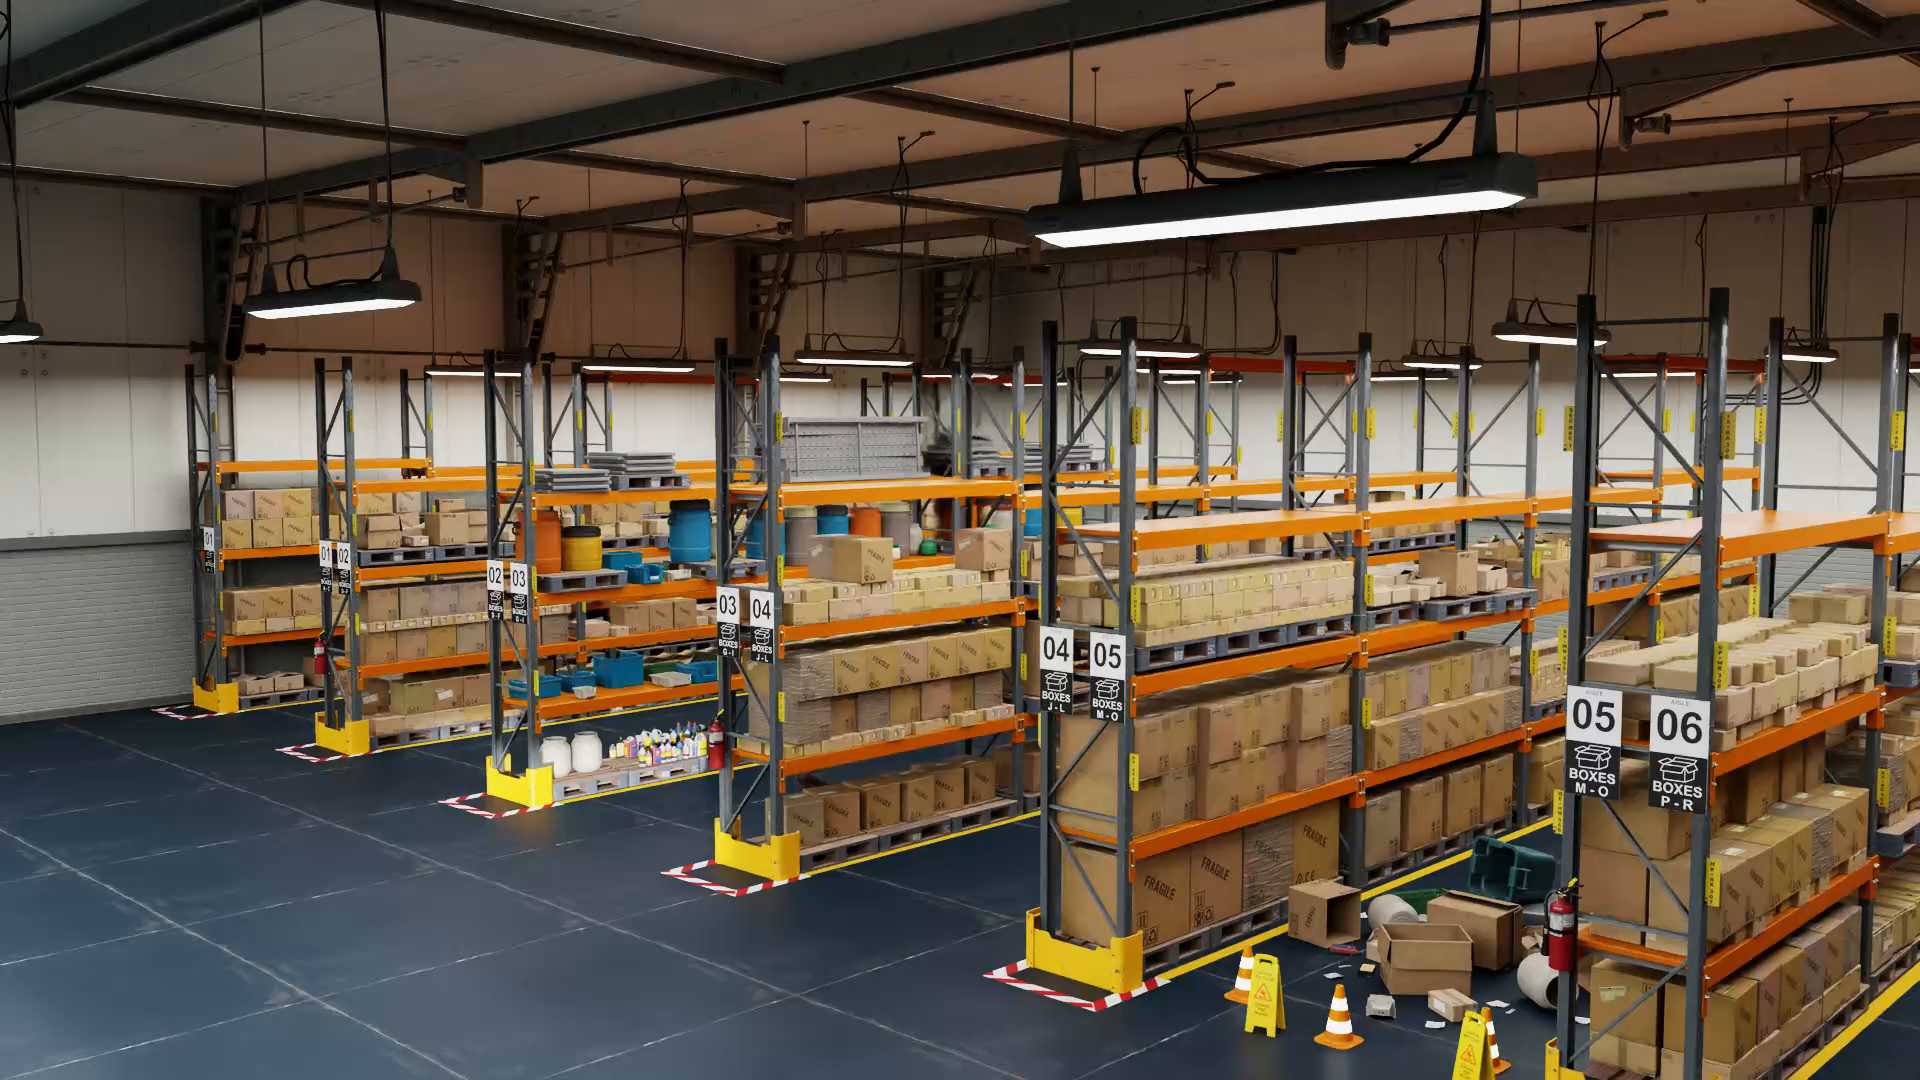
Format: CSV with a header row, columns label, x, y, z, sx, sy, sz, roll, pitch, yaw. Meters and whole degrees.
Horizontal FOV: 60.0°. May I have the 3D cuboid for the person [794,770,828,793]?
label,x,y,z,sx,sy,sz,roll,pitch,yaw
person,-2.002,2.671,21.585,0.638,1.675,0.576,3,5,34

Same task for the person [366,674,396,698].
label,x,y,z,sx,sy,sz,roll,pitch,yaw
person,-9.641,2.149,27.719,0.715,1.754,0.934,4,6,40
